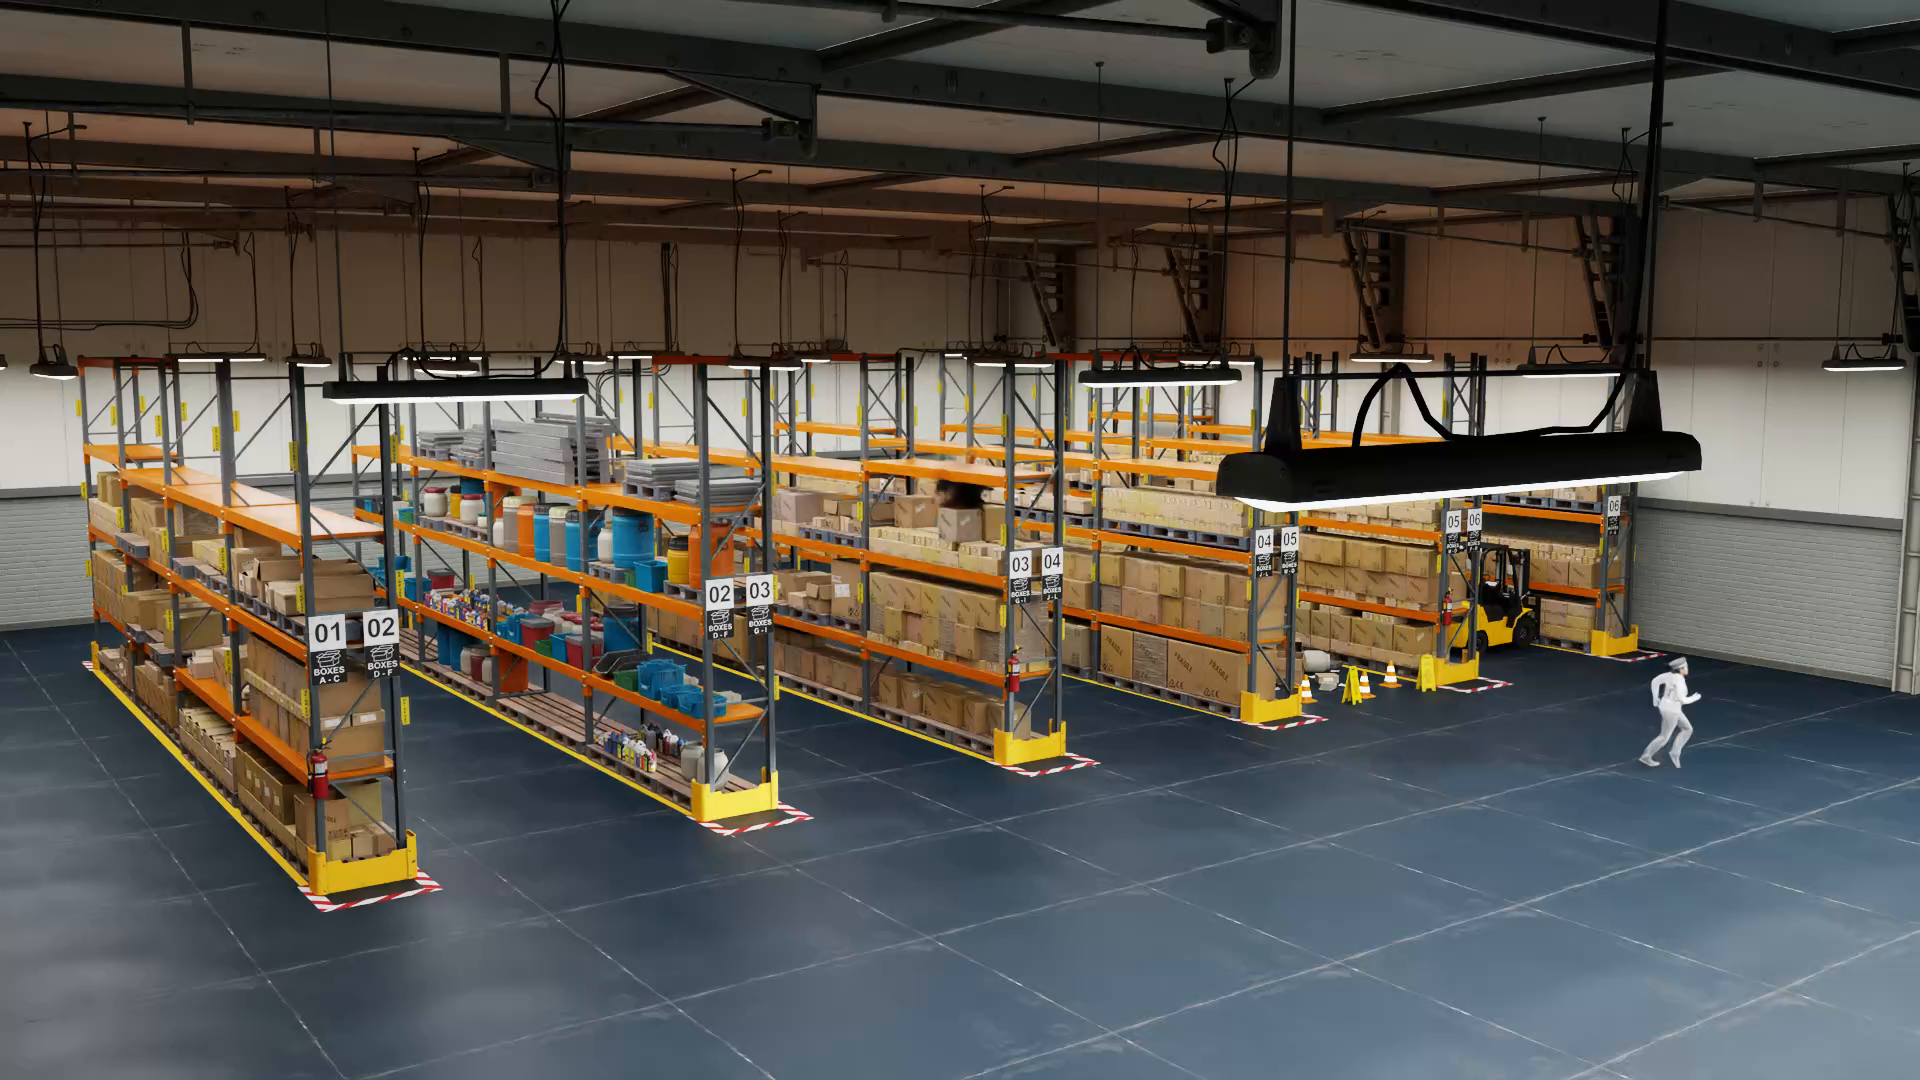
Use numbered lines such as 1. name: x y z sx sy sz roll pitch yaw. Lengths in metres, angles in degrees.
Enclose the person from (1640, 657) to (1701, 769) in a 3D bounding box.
1. person: 10.436 2.538 24.428 0.789 1.680 0.641 1 7 9
